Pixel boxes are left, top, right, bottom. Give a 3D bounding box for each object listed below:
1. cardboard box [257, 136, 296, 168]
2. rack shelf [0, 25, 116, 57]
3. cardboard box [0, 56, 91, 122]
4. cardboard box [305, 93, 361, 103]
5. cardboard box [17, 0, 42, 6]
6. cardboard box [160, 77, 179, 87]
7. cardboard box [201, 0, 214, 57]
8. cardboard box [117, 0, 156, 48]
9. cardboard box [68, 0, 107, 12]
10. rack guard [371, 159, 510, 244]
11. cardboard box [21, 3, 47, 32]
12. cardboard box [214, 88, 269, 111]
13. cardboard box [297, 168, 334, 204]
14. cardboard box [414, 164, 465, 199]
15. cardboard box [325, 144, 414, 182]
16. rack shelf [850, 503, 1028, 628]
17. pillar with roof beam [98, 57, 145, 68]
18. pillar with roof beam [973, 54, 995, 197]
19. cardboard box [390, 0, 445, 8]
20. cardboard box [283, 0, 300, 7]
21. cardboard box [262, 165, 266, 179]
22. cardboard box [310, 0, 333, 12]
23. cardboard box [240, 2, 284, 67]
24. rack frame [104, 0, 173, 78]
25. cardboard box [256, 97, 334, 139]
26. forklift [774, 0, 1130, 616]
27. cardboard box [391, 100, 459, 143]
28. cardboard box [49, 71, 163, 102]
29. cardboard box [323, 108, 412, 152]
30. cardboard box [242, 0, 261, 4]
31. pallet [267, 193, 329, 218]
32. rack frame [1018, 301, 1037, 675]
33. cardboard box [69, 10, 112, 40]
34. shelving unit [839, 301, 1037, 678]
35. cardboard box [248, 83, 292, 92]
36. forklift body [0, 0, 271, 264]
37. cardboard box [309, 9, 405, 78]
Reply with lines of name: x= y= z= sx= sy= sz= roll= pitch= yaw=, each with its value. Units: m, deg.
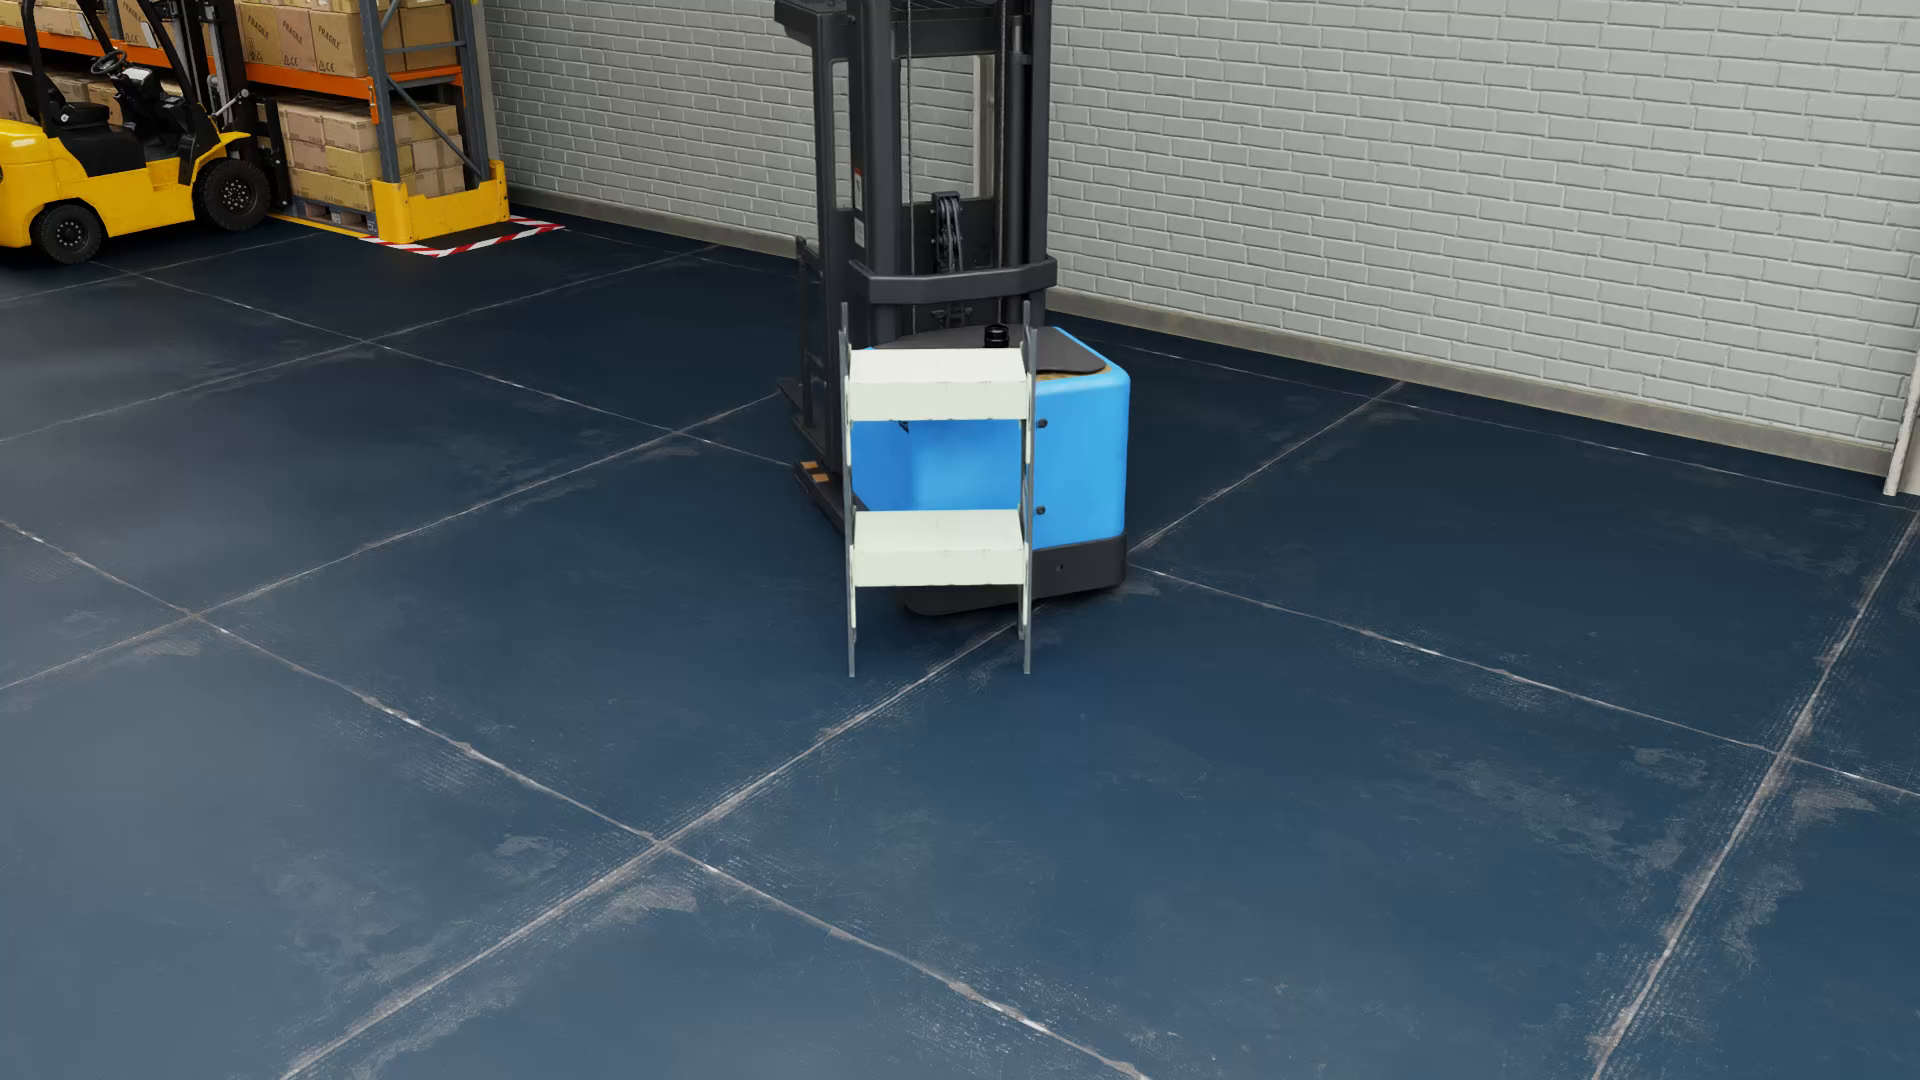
cardboard box: x=-5.846 y=-3.484 z=14.707 sx=0.500 sy=0.250 sz=0.500 roll=16 pitch=28 yaw=32
rack shelf: x=-9.250 y=-5.184 z=17.187 sx=4.000 sy=0.370 sz=1.077 roll=17 pitch=29 yaw=33
cardboard box: x=-9.832 y=-4.791 z=17.829 sx=0.625 sy=0.625 sz=0.875 roll=18 pitch=29 yaw=35
cardboard box: x=-5.516 y=-3.875 z=14.973 sx=0.500 sy=0.250 sz=0.500 roll=17 pitch=29 yaw=33
cardboard box: x=-9.017 y=-5.473 z=16.518 sx=0.500 sy=0.250 sz=0.500 roll=17 pitch=29 yaw=34
cardboard box: x=-7.451 y=-4.203 z=15.717 sx=0.500 sy=0.250 sz=0.500 roll=16 pitch=29 yaw=33
cardboard box: x=-6.618 y=-4.641 z=14.939 sx=0.500 sy=0.500 sz=0.500 roll=16 pitch=29 yaw=33
cardboard box: x=-7.451 y=-4.884 z=15.489 sx=0.500 sy=0.500 sz=0.500 roll=16 pitch=28 yaw=32
cardboard box: x=-8.196 y=-5.226 z=15.956 sx=0.500 sy=0.250 sz=0.500 roll=16 pitch=28 yaw=32
rack guard: x=-4.430 y=-2.912 z=14.240 sx=0.348 sy=0.500 sz=1.175 roll=17 pitch=29 yaw=33
cardboard box: x=-8.994 y=-5.248 z=16.626 sx=0.500 sy=0.250 sz=0.500 roll=17 pitch=29 yaw=34
cardboard box: x=-6.642 y=-3.959 z=15.164 sx=0.500 sy=0.250 sz=0.500 roll=18 pitch=29 yaw=35
cardboard box: x=-5.406 y=-3.131 z=14.525 sx=0.500 sy=0.250 sz=0.500 roll=17 pitch=29 yaw=33
cardboard box: x=-4.724 y=-3.178 z=14.631 sx=0.500 sy=0.250 sz=0.500 roll=17 pitch=29 yaw=34
cardboard box: x=-5.026 y=-3.242 z=14.156 sx=0.500 sy=0.250 sz=0.500 roll=16 pitch=29 yaw=33
rack shelf: x=-0.091 y=0.103 z=6.959 sx=0.720 sy=0.370 sz=0.431 roll=-1 pitch=24 yaw=-2
pillar with roof beam: x=-11.848 y=-7.328 z=13.722 sx=0.400 sy=9.000 sz=9.100 roll=17 pitch=29 yaw=33
pillar with roof beam: x=-2.246 y=-4.427 z=7.136 sx=0.400 sy=9.000 sz=9.100 roll=17 pitch=29 yaw=33
cardboard box: x=-4.565 y=-4.570 z=13.974 sx=0.250 sy=0.149 sz=0.380 roll=16 pitch=28 yaw=32
cardboard box: x=-5.479 y=-4.596 z=14.033 sx=0.250 sy=0.149 sz=0.380 roll=17 pitch=29 yaw=33
cardboard box: x=-6.230 y=-3.373 z=15.075 sx=0.500 sy=0.250 sz=0.500 roll=18 pitch=29 yaw=35
cardboard box: x=-5.117 y=-4.450 z=13.702 sx=0.250 sy=0.149 sz=0.380 roll=17 pitch=29 yaw=34
cardboard box: x=-5.820 y=-4.394 z=14.379 sx=0.500 sy=0.500 sz=0.500 roll=16 pitch=29 yaw=32
rack frame: x=-7.649 y=-5.029 z=15.944 sx=0.127 sy=3.000 sz=1.000 roll=17 pitch=29 yaw=33
cardboard box: x=-5.826 y=-3.705 z=14.587 sx=0.500 sy=0.250 sz=0.500 roll=17 pitch=29 yaw=34
forklift: x=-0.236 y=-1.575 z=8.189 sx=1.130 sy=2.935 sz=3.031 roll=-9 pitch=25 yaw=-19
cardboard box: x=-4.720 y=-3.631 z=14.419 sx=0.500 sy=0.250 sz=0.500 roll=16 pitch=29 yaw=33
cardboard box: x=-8.690 y=-4.447 z=17.048 sx=0.625 sy=0.625 sz=0.875 roll=16 pitch=29 yaw=33
cardboard box: x=-5.004 y=-3.464 z=14.041 sx=0.500 sy=0.250 sz=0.500 roll=18 pitch=29 yaw=35
cardboard box: x=-5.935 y=-4.700 z=14.269 sx=0.250 sy=0.149 sz=0.380 roll=17 pitch=29 yaw=34
pallet: x=-6.058 y=-3.253 z=15.370 sx=1.213 sy=0.211 sz=1.003 roll=17 pitch=29 yaw=33
rack frame: x=0.275 y=-0.199 z=6.836 sx=0.023 sy=1.500 sz=0.400 roll=-1 pitch=24 yaw=-2
cardboard box: x=-8.210 y=-4.998 z=16.060 sx=0.500 sy=0.250 sz=0.500 roll=18 pitch=29 yaw=34
shelving unit: x=-0.091 y=-0.194 z=6.824 sx=0.755 sy=1.500 sz=0.431 roll=-1 pitch=24 yaw=-2
cardboard box: x=-6.329 y=-4.120 z=15.529 sx=0.500 sy=0.250 sz=0.500 roll=17 pitch=29 yaw=34
forklift body: x=-7.060 y=-3.544 z=13.625 sx=1.214 sy=2.155 sz=2.313 roll=17 pitch=29 yaw=33
cardboard box: x=-5.000 y=-4.142 z=13.807 sx=0.500 sy=0.500 sz=0.500 roll=16 pitch=28 yaw=32
